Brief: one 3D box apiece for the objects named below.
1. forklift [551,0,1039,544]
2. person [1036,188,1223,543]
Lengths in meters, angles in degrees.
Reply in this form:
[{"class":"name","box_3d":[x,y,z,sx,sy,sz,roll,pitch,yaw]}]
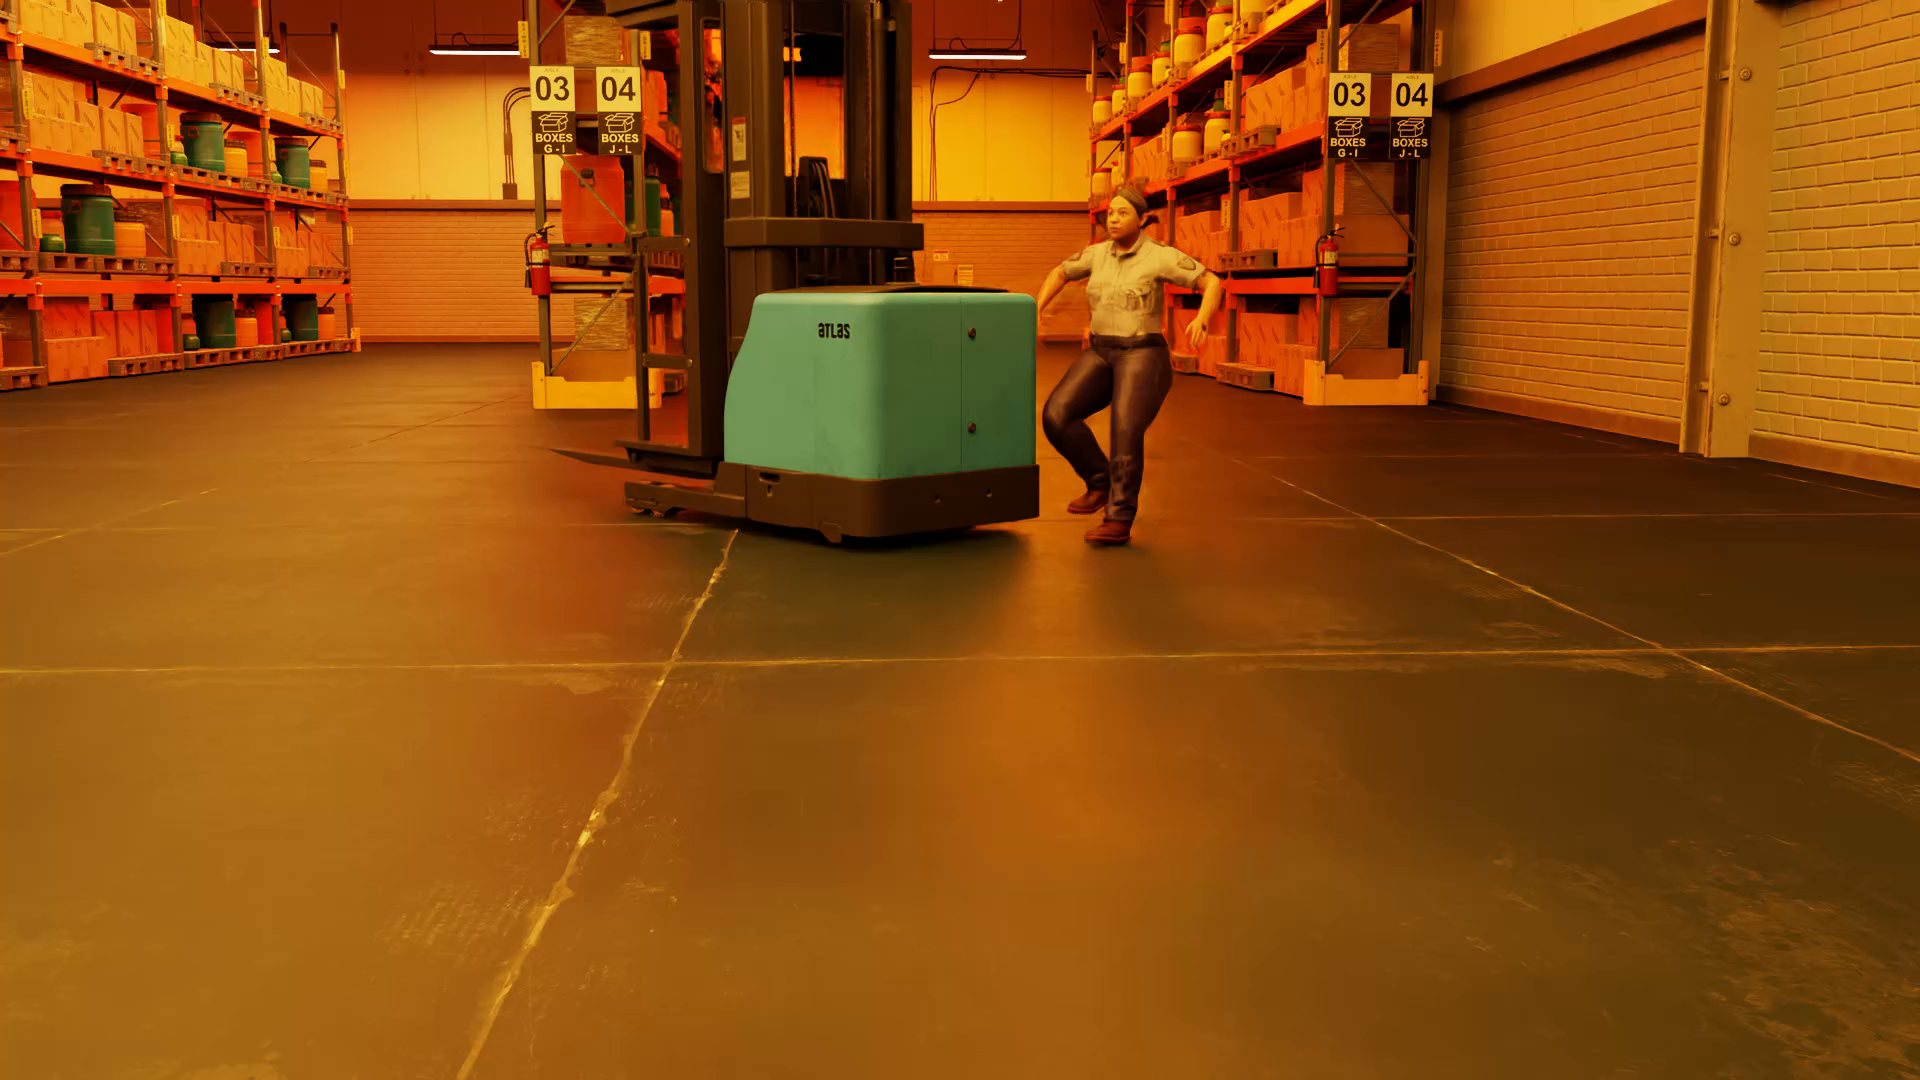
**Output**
[{"class":"forklift","box_3d":[-0.999,-1.599,8.101,1.130,2.935,3.031,-8,11,-41]},{"class":"person","box_3d":[0.648,-0.779,7.363,0.957,1.518,0.725,8,11,42]}]
